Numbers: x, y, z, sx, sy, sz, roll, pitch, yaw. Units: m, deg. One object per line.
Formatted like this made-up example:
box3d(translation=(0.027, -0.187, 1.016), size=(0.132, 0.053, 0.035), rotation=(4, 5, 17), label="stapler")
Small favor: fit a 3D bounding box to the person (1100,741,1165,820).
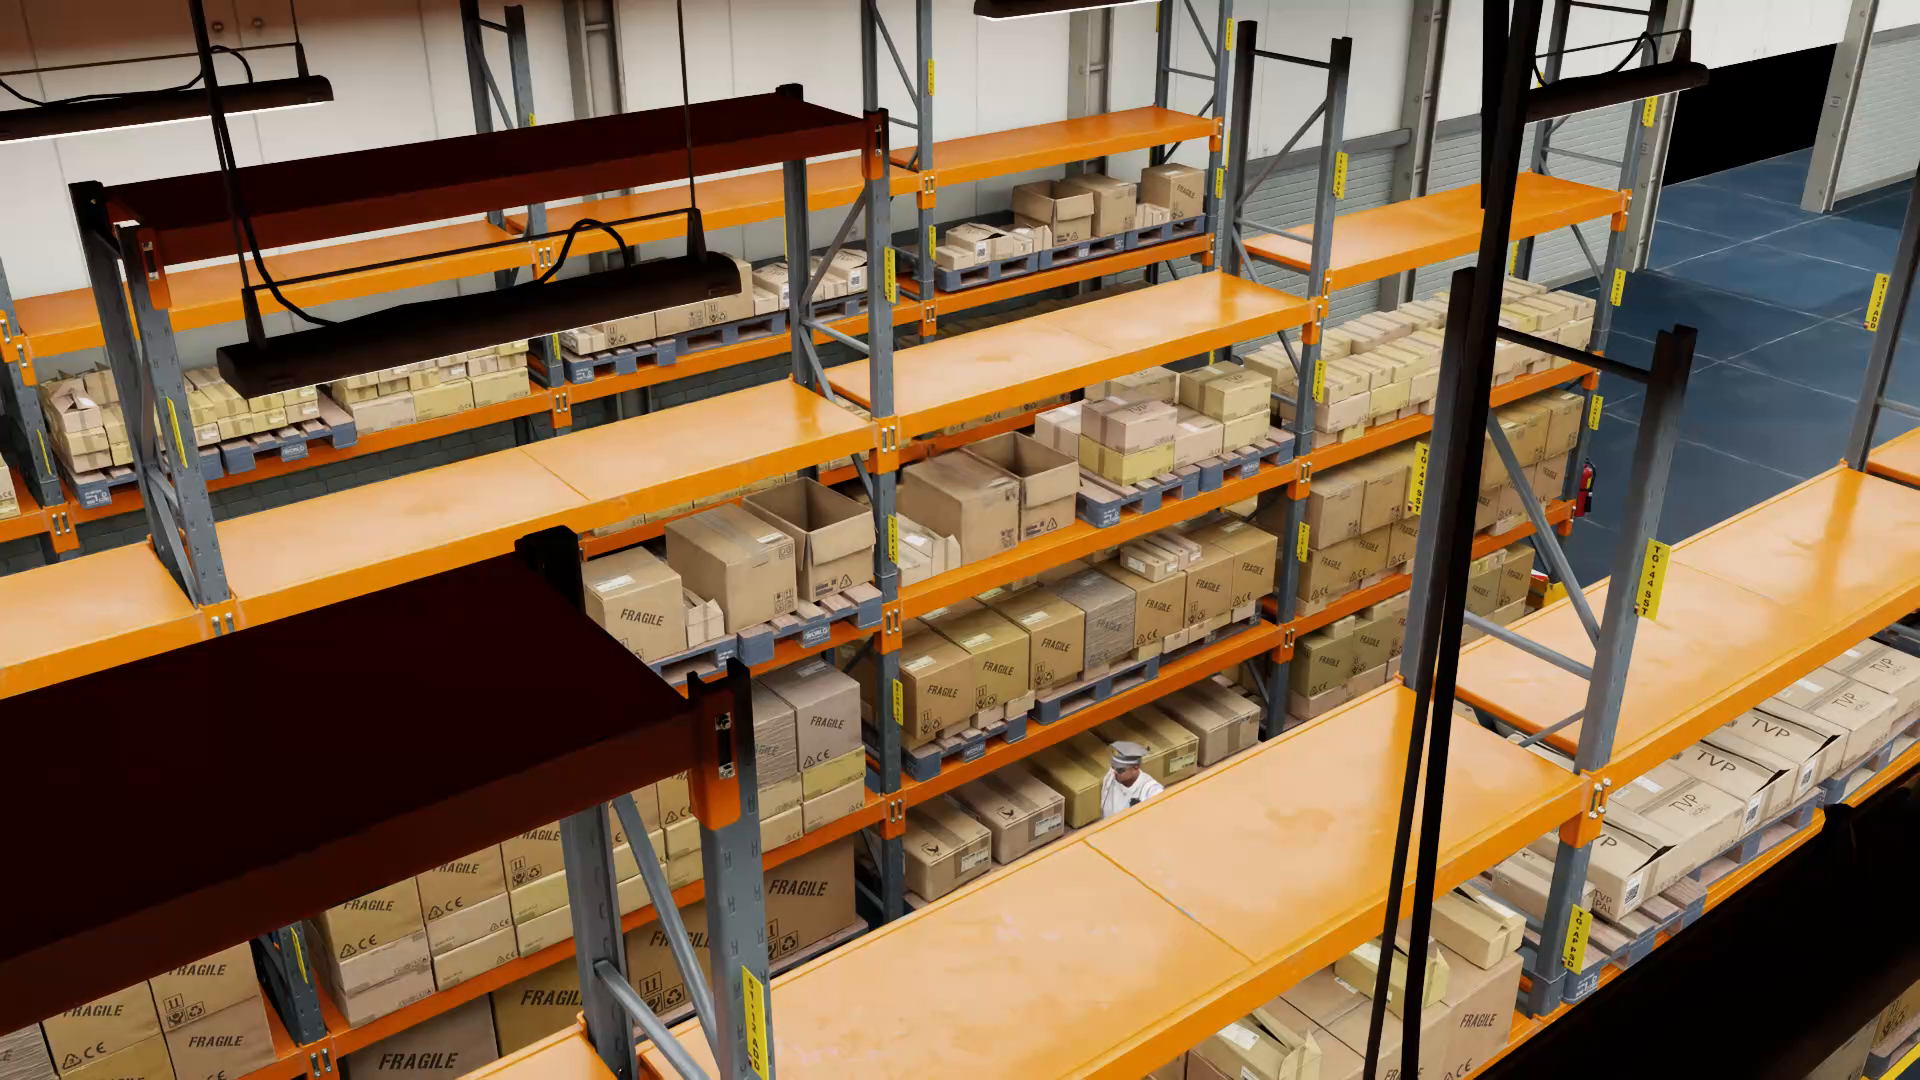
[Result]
box3d(translation=(1.219, 2.176, 11.656), size=(0.447, 1.753, 0.579), rotation=(-23, 34, -38), label="person")
